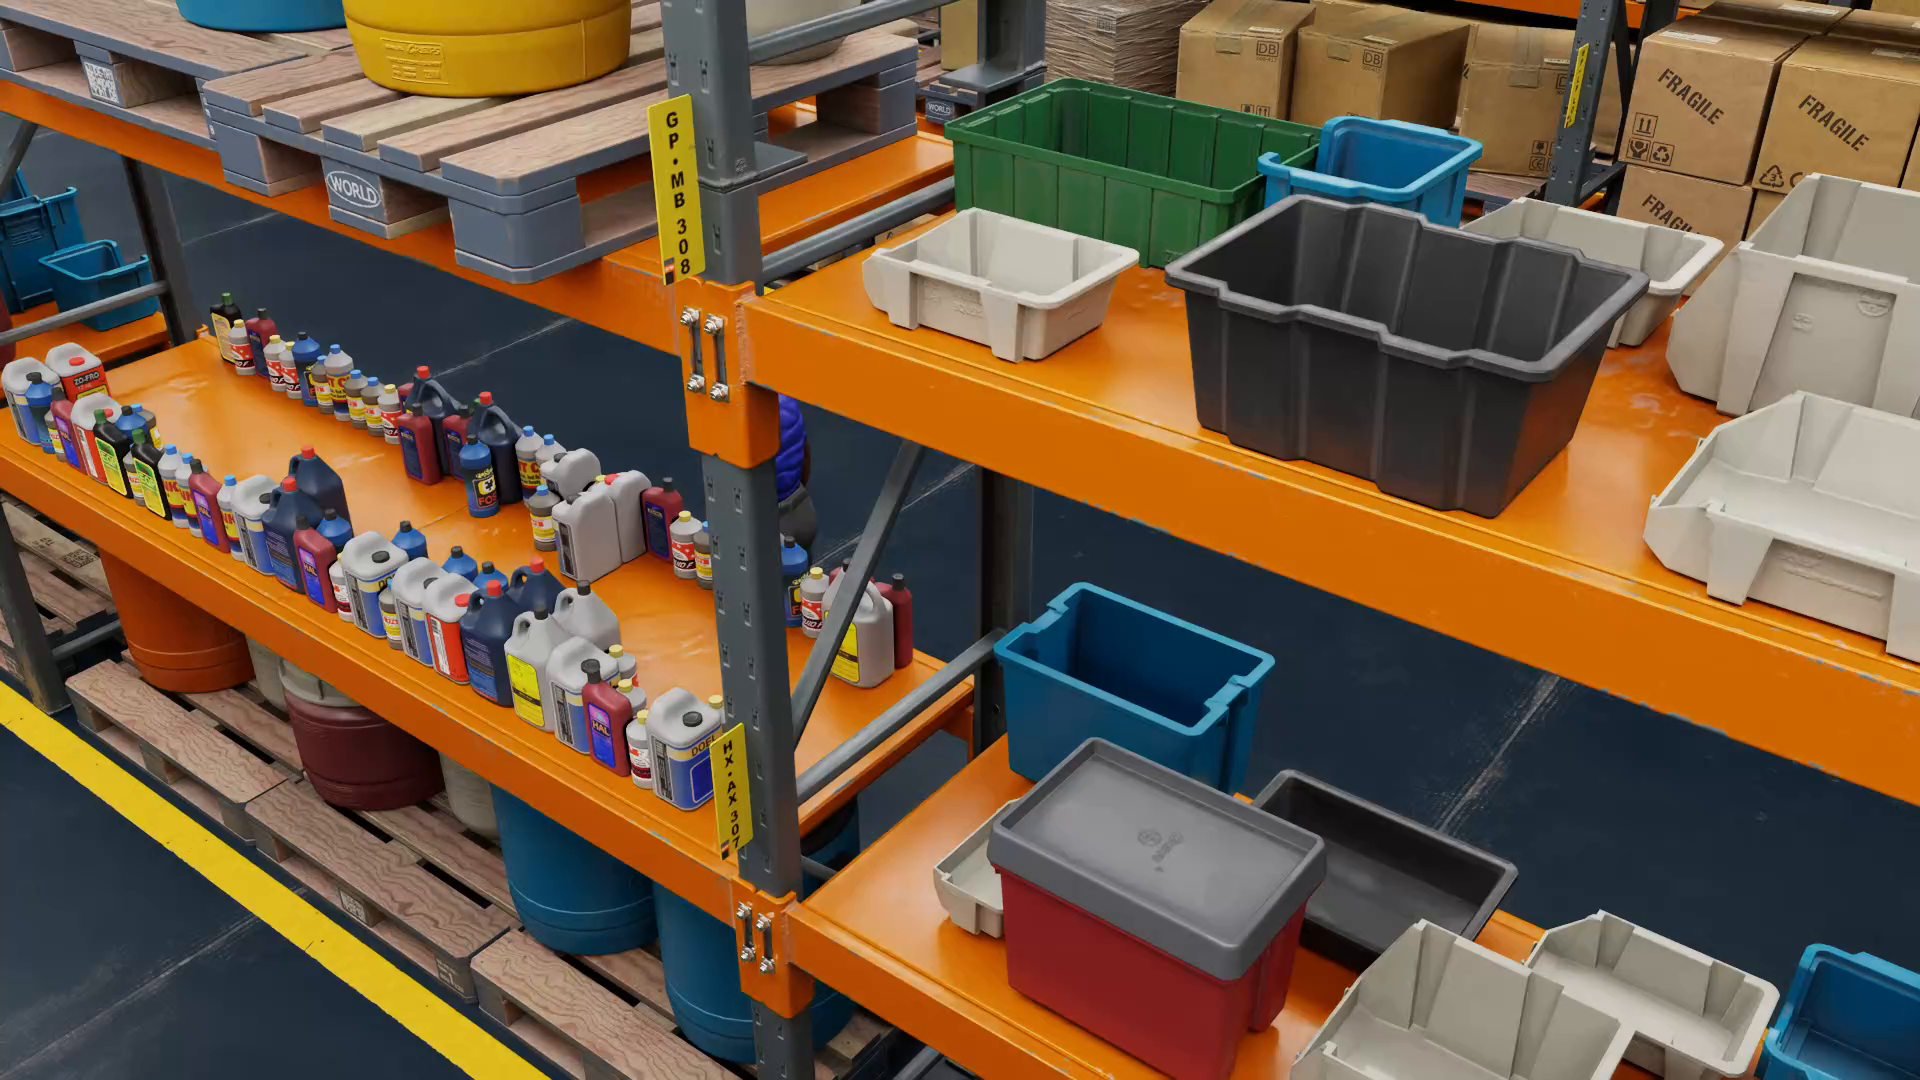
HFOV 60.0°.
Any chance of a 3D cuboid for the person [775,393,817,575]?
[{"bbox_3d":[-0.733,-0.054,6.228,0.349,1.655,0.533,19,36,28],"label":"person"}]
